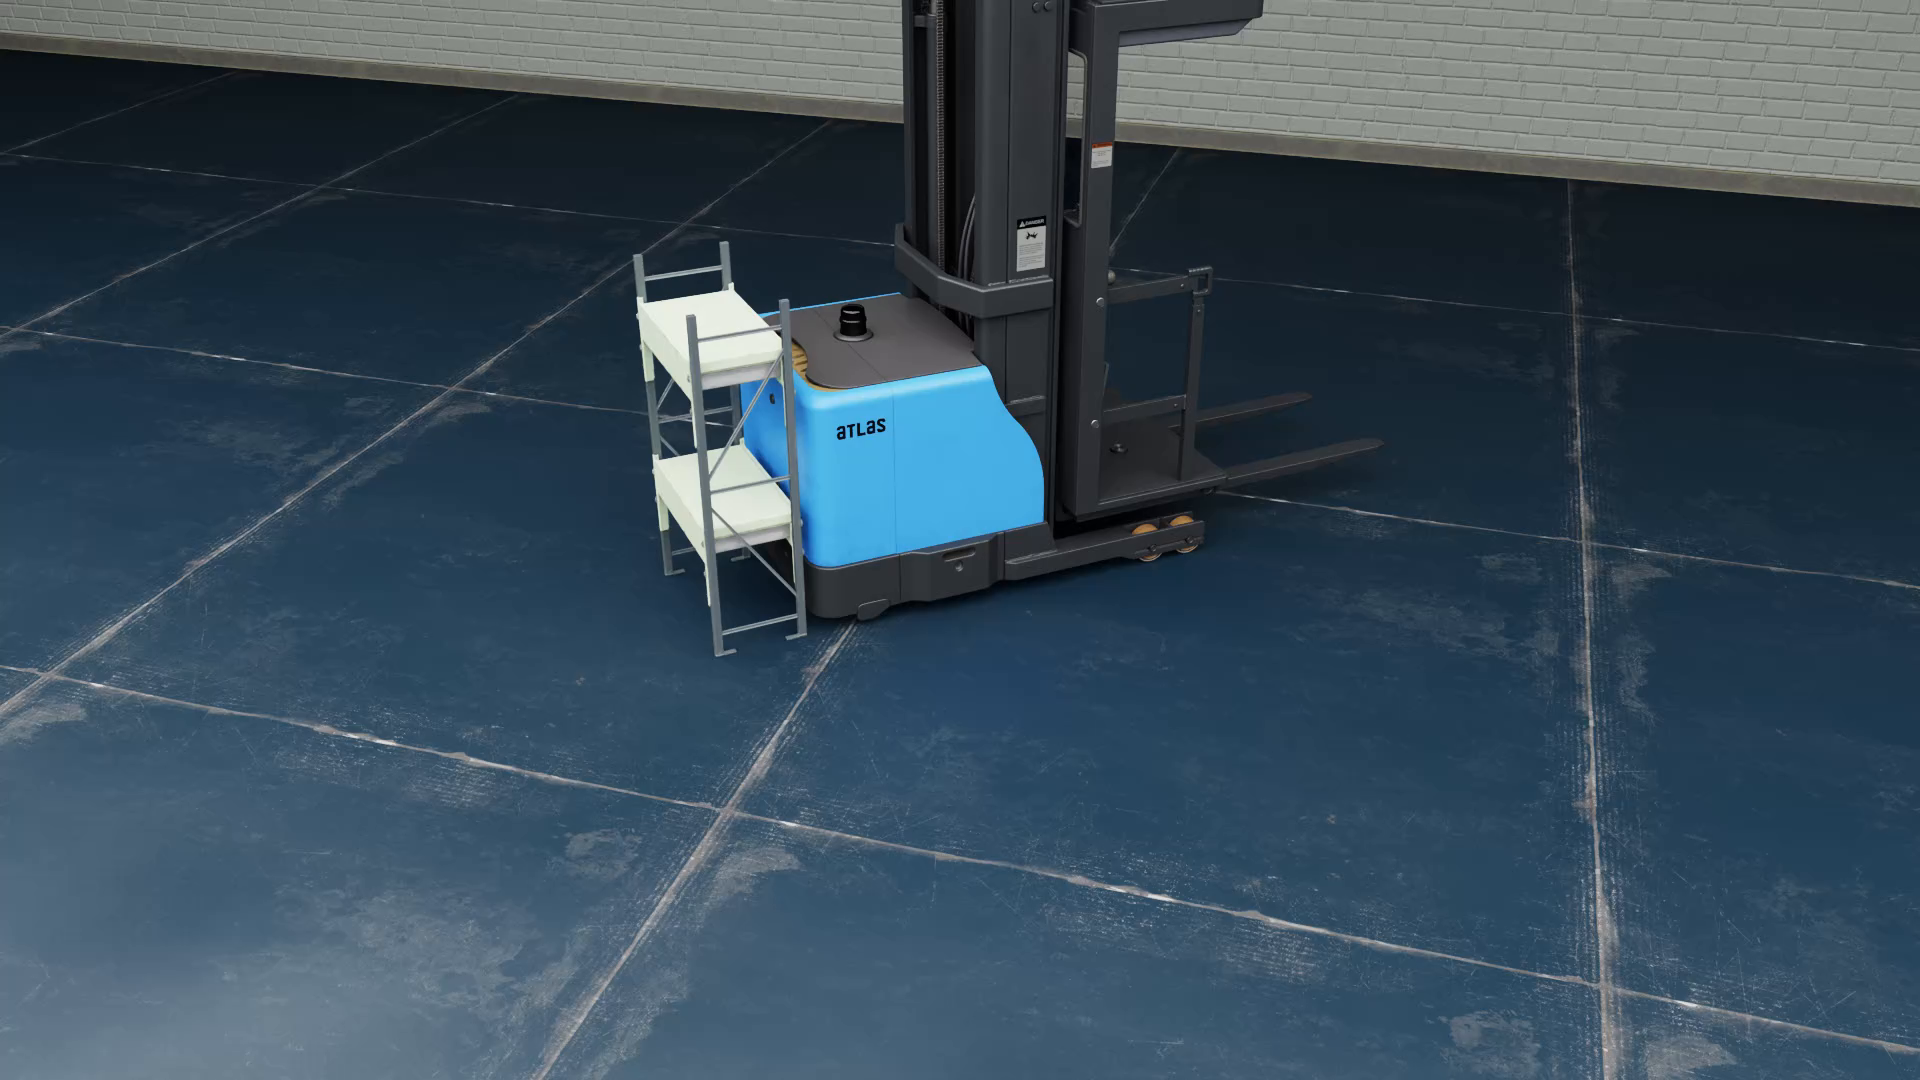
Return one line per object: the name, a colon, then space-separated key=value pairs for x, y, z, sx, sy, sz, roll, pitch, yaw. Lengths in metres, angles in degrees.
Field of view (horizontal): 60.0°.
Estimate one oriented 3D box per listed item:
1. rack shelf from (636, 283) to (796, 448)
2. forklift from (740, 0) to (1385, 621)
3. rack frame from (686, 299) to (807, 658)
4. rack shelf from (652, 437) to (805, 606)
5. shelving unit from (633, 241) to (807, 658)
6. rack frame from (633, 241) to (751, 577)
rack shelf: x=-0.986 y=-0.717 z=6.693 sx=0.431 sy=0.370 sz=0.720 roll=-13 pitch=32 yaw=-22
forklift: x=0.568 y=-1.405 z=7.260 sx=3.031 sy=2.935 sz=1.130 roll=-12 pitch=31 yaw=-21
rack frame: x=-0.832 y=-0.214 z=6.592 sx=0.400 sy=1.500 sz=0.023 roll=-13 pitch=32 yaw=-22
rack shelf: x=-0.986 y=-0.091 z=7.041 sx=0.431 sy=0.370 sz=0.720 roll=-13 pitch=32 yaw=-22
shelving unit: x=-0.986 y=-0.376 z=6.882 sx=0.431 sy=1.500 sz=0.755 roll=-13 pitch=32 yaw=-22
rack frame: x=-1.141 y=-0.537 z=7.172 sx=0.400 sy=1.500 sz=0.023 roll=-13 pitch=32 yaw=-22
